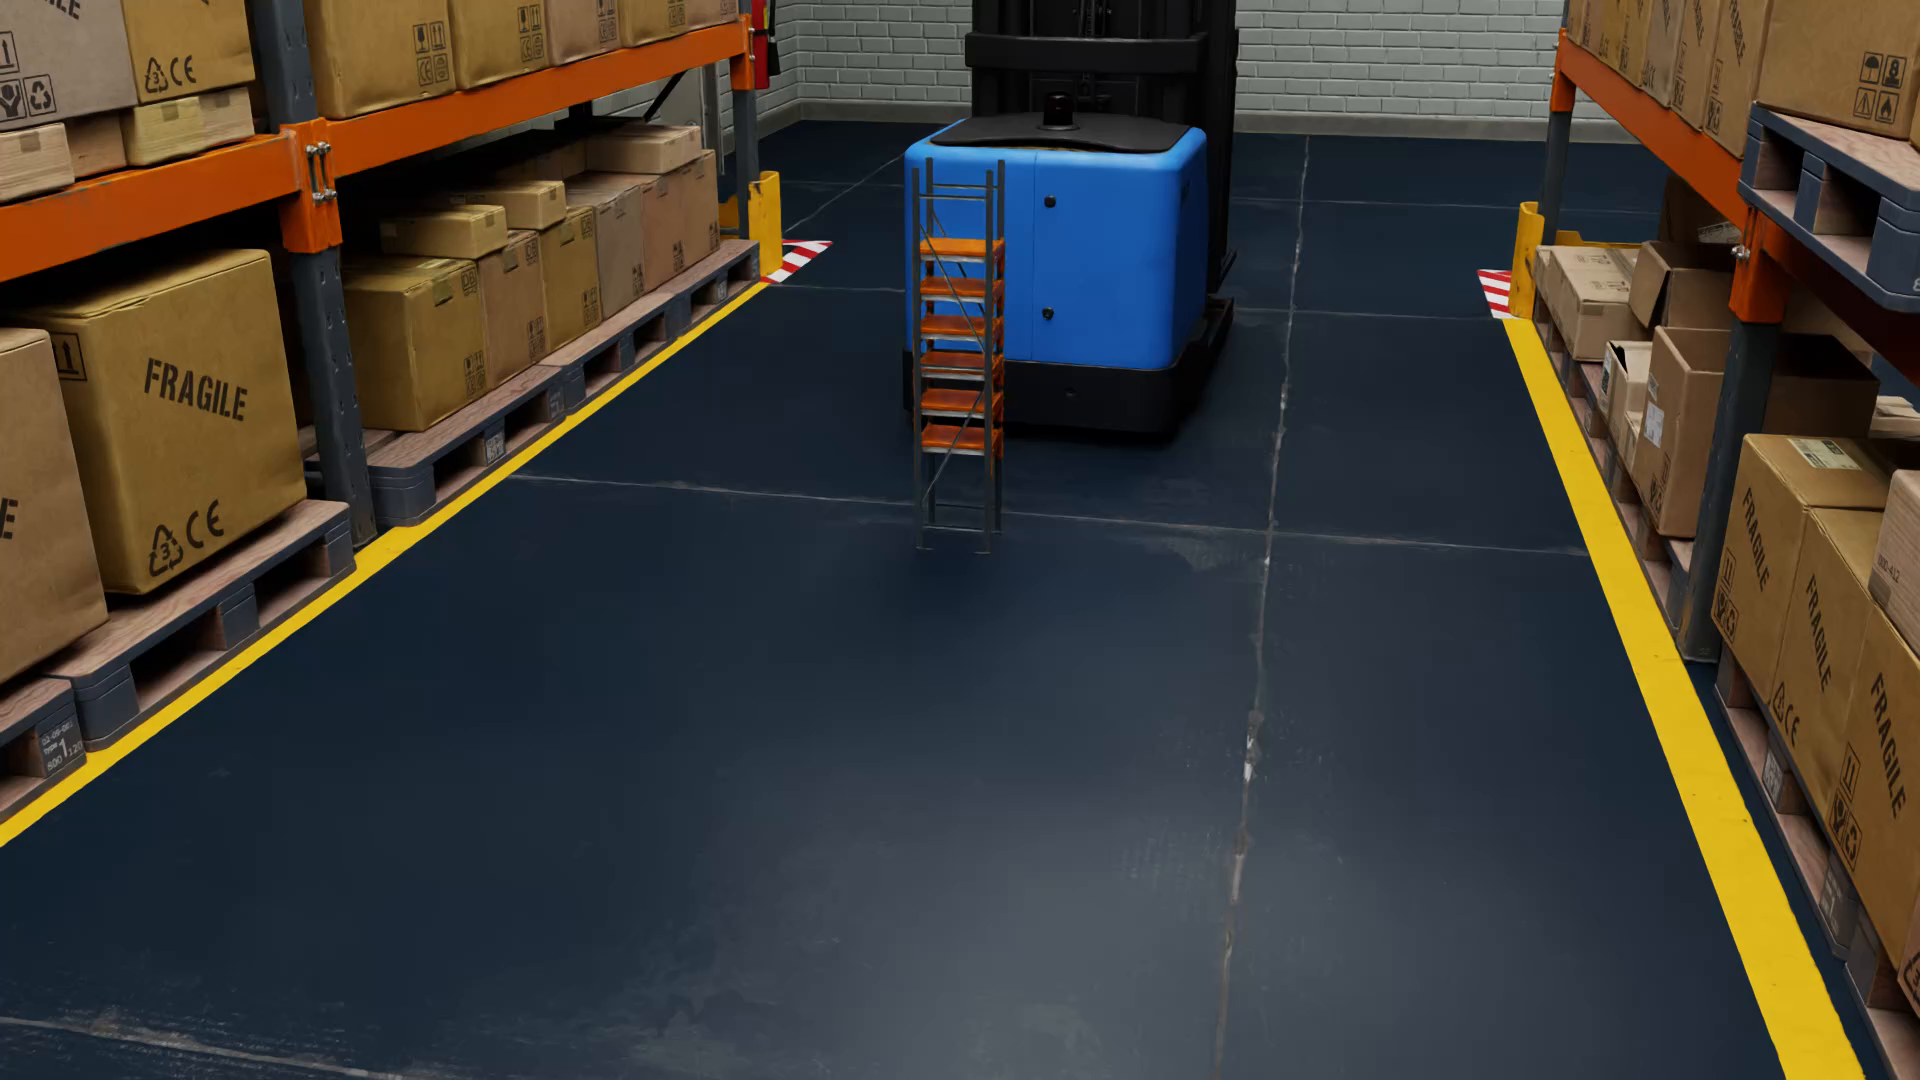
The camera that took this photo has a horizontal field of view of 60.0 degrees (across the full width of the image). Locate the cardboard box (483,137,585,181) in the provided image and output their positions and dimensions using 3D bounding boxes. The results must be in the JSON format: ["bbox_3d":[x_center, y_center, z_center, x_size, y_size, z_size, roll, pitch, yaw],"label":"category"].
[{"bbox_3d":[-1.935,-1.735,7.562,0.380,0.149,0.250,5,22,11],"label":"cardboard box"}]

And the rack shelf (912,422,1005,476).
[{"bbox_3d":[-0.003,-0.287,5.223,0.258,0.103,0.180,4,22,11],"label":"rack shelf"}]

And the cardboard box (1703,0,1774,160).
[{"bbox_3d":[2.319,-1.288,4.403,0.500,0.500,0.500,5,22,12],"label":"cardboard box"}]

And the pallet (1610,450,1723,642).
[{"bbox_3d":[2.609,0.003,5.063,1.003,0.211,1.213,4,22,11],"label":"pallet"}]

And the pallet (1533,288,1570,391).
[{"bbox_3d":[3.107,-0.889,7.279,1.003,0.211,1.213,4,22,11],"label":"pallet"}]

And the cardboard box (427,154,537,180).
[{"bbox_3d":[-2.038,-1.548,7.098,0.380,0.149,0.250,5,22,11],"label":"cardboard box"}]

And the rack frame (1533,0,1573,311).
[{"bbox_3d":[3.284,-2.502,7.551,1.000,3.000,0.127,4,22,11],"label":"rack frame"}]

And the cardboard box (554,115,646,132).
[{"bbox_3d":[-1.781,-2.012,8.250,0.380,0.149,0.250,5,22,11],"label":"cardboard box"}]

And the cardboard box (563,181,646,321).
[{"bbox_3d":[-1.815,-1.283,7.308,0.700,0.500,0.500,4,22,9],"label":"cardboard box"}]

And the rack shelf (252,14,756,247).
[{"bbox_3d":[-1.974,-1.813,6.804,1.077,0.370,4.000,4,22,11],"label":"rack shelf"}]

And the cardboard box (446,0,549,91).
[{"bbox_3d":[-2.101,-2.018,5.948,0.980,0.700,0.700,4,22,10],"label":"cardboard box"}]

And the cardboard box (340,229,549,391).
[{"bbox_3d":[-2.024,-0.900,6.357,0.700,0.500,0.500,4,22,10],"label":"cardboard box"}]

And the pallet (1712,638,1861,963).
[{"bbox_3d":[2.339,0.555,3.694,1.003,0.211,1.213,4,22,11],"label":"pallet"}]

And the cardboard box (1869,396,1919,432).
[{"bbox_3d":[2.932,-0.383,5.494,0.380,0.166,0.250,4,22,11],"label":"cardboard box"}]

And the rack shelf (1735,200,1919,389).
[{"bbox_3d":[2.060,0.026,2.237,1.077,0.370,4.000,4,22,11],"label":"rack shelf"}]

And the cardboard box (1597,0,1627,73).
[{"bbox_3d":[2.730,-2.034,6.255,0.500,0.500,0.500,4,22,11],"label":"cardboard box"}]

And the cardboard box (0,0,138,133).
[{"bbox_3d":[-2.324,-1.234,3.843,0.500,0.500,0.500,5,22,11],"label":"cardboard box"}]

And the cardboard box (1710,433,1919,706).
[{"bbox_3d":[2.131,0.075,3.911,0.500,0.500,0.500,3,22,8],"label":"cardboard box"}]

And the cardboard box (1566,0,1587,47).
[{"bbox_3d":[2.936,-2.406,7.179,0.500,0.500,0.500,5,22,12],"label":"cardboard box"}]

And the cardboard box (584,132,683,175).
[{"bbox_3d":[-1.510,-1.797,7.715,0.380,0.149,0.250,5,22,12],"label":"cardboard box"}]

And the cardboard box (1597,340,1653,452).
[{"bbox_3d":[2.460,-0.500,5.591,0.500,0.311,0.500,4,22,11],"label":"cardboard box"}]

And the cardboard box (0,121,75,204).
[{"bbox_3d":[-2.296,-0.877,3.824,0.380,0.149,0.250,4,22,11],"label":"cardboard box"}]

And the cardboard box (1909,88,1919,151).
[{"bbox_3d":[2.074,-0.868,2.797,0.700,0.500,0.500,8,23,19],"label":"cardboard box"}]

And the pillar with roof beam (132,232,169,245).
[{"bbox_3d":[1.128,-4.192,3.717,9.100,9.000,0.400,4,22,11],"label":"pillar with roof beam"}]

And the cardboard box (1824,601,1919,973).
[{"bbox_3d":[1.923,0.453,2.972,0.500,0.500,0.500,5,22,12],"label":"cardboard box"}]

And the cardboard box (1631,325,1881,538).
[{"bbox_3d":[2.307,-0.314,4.875,0.500,0.500,0.500,4,22,11],"label":"cardboard box"}]

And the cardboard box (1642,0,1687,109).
[{"bbox_3d":[2.525,-1.665,5.338,0.500,0.500,0.500,5,22,12],"label":"cardboard box"}]

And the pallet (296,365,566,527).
[{"bbox_3d":[-2.150,-0.394,6.050,1.003,0.211,1.213,4,22,11],"label":"pallet"}]

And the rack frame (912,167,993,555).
[{"bbox_3d":[-0.022,-0.518,5.033,0.240,1.200,0.006,4,22,11],"label":"rack frame"}]

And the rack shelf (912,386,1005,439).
[{"bbox_3d":[-0.003,-0.399,5.178,0.258,0.103,0.180,4,22,11],"label":"rack shelf"}]

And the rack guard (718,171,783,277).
[{"bbox_3d":[-1.561,-1.728,8.974,1.175,0.500,0.348,4,22,11],"label":"rack guard"}]

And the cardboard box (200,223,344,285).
[{"bbox_3d":[-2.353,-0.980,5.686,0.380,0.149,0.250,4,22,11],"label":"cardboard box"}]

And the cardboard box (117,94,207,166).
[{"bbox_3d":[-2.202,-1.069,4.302,0.380,0.149,0.250,5,22,12],"label":"cardboard box"}]

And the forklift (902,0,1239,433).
[{"bbox_3d":[0.652,-2.276,7.082,1.130,2.935,3.031,6,23,14],"label":"forklift"}]

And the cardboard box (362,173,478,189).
[{"bbox_3d":[-2.142,-1.361,6.634,0.380,0.149,0.250,5,22,11],"label":"cardboard box"}]

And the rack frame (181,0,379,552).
[{"bbox_3d":[-2.382,-1.416,4.853,1.000,3.000,0.127,4,22,11],"label":"rack frame"}]

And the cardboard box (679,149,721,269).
[{"bbox_3d":[-1.611,-1.650,8.219,0.700,0.500,0.500,4,22,11],"label":"cardboard box"}]

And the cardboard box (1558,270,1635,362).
[{"bbox_3d":[2.692,-0.888,6.635,0.500,0.250,0.500,4,22,11],"label":"cardboard box"}]

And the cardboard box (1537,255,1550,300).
[{"bbox_3d":[2.811,-1.174,7.456,0.380,0.166,0.250,4,22,11],"label":"cardboard box"}]

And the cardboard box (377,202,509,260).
[{"bbox_3d":[-1.881,-1.129,6.057,0.380,0.149,0.250,5,23,13],"label":"cardboard box"}]

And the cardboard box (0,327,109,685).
[{"bbox_3d":[-2.566,-0.040,3.754,0.750,0.750,0.750,5,23,13],"label":"cardboard box"}]

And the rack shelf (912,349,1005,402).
[{"bbox_3d":[-0.003,-0.510,5.133,0.258,0.103,0.180,4,22,11],"label":"rack shelf"}]

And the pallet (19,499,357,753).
[{"bbox_3d":[-2.466,0.166,4.659,1.003,0.211,1.213,4,22,11],"label":"pallet"}]

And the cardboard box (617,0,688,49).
[{"bbox_3d":[-1.798,-2.563,7.302,0.980,0.700,0.700,4,22,10],"label":"cardboard box"}]

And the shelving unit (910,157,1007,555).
[{"bbox_3d":[-0.003,-0.551,5.116,0.258,1.200,0.189,4,22,11],"label":"shelving unit"}]

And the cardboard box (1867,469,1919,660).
[{"bbox_3d":[1.927,0.092,2.862,0.500,0.250,0.500,5,22,11],"label":"cardboard box"}]

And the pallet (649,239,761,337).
[{"bbox_3d":[-1.653,-1.286,8.265,1.003,0.211,1.213,4,22,11],"label":"pallet"}]
